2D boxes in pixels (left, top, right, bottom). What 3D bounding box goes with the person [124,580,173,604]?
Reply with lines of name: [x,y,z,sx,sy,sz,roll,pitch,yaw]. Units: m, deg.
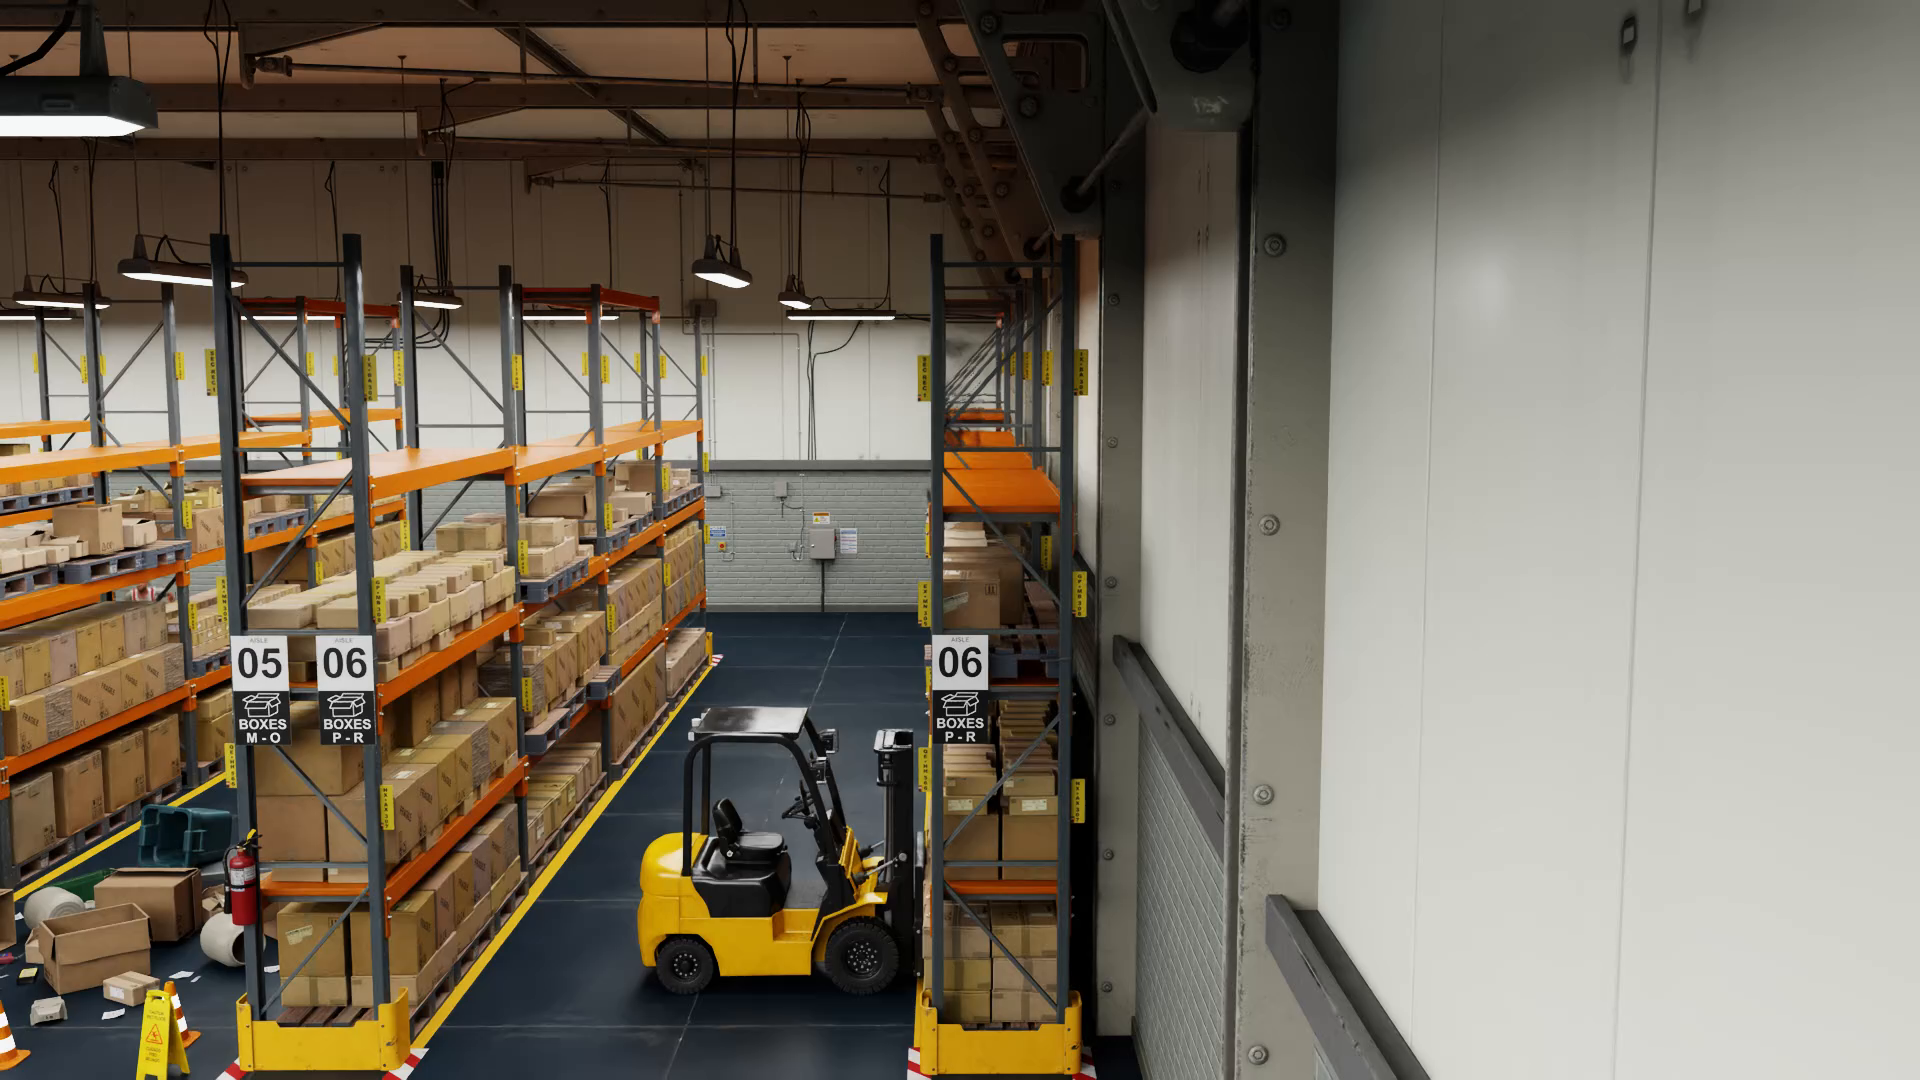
person: [-12.934,1.358,26.490,0.636,1.708,0.901,0,6,-2]
